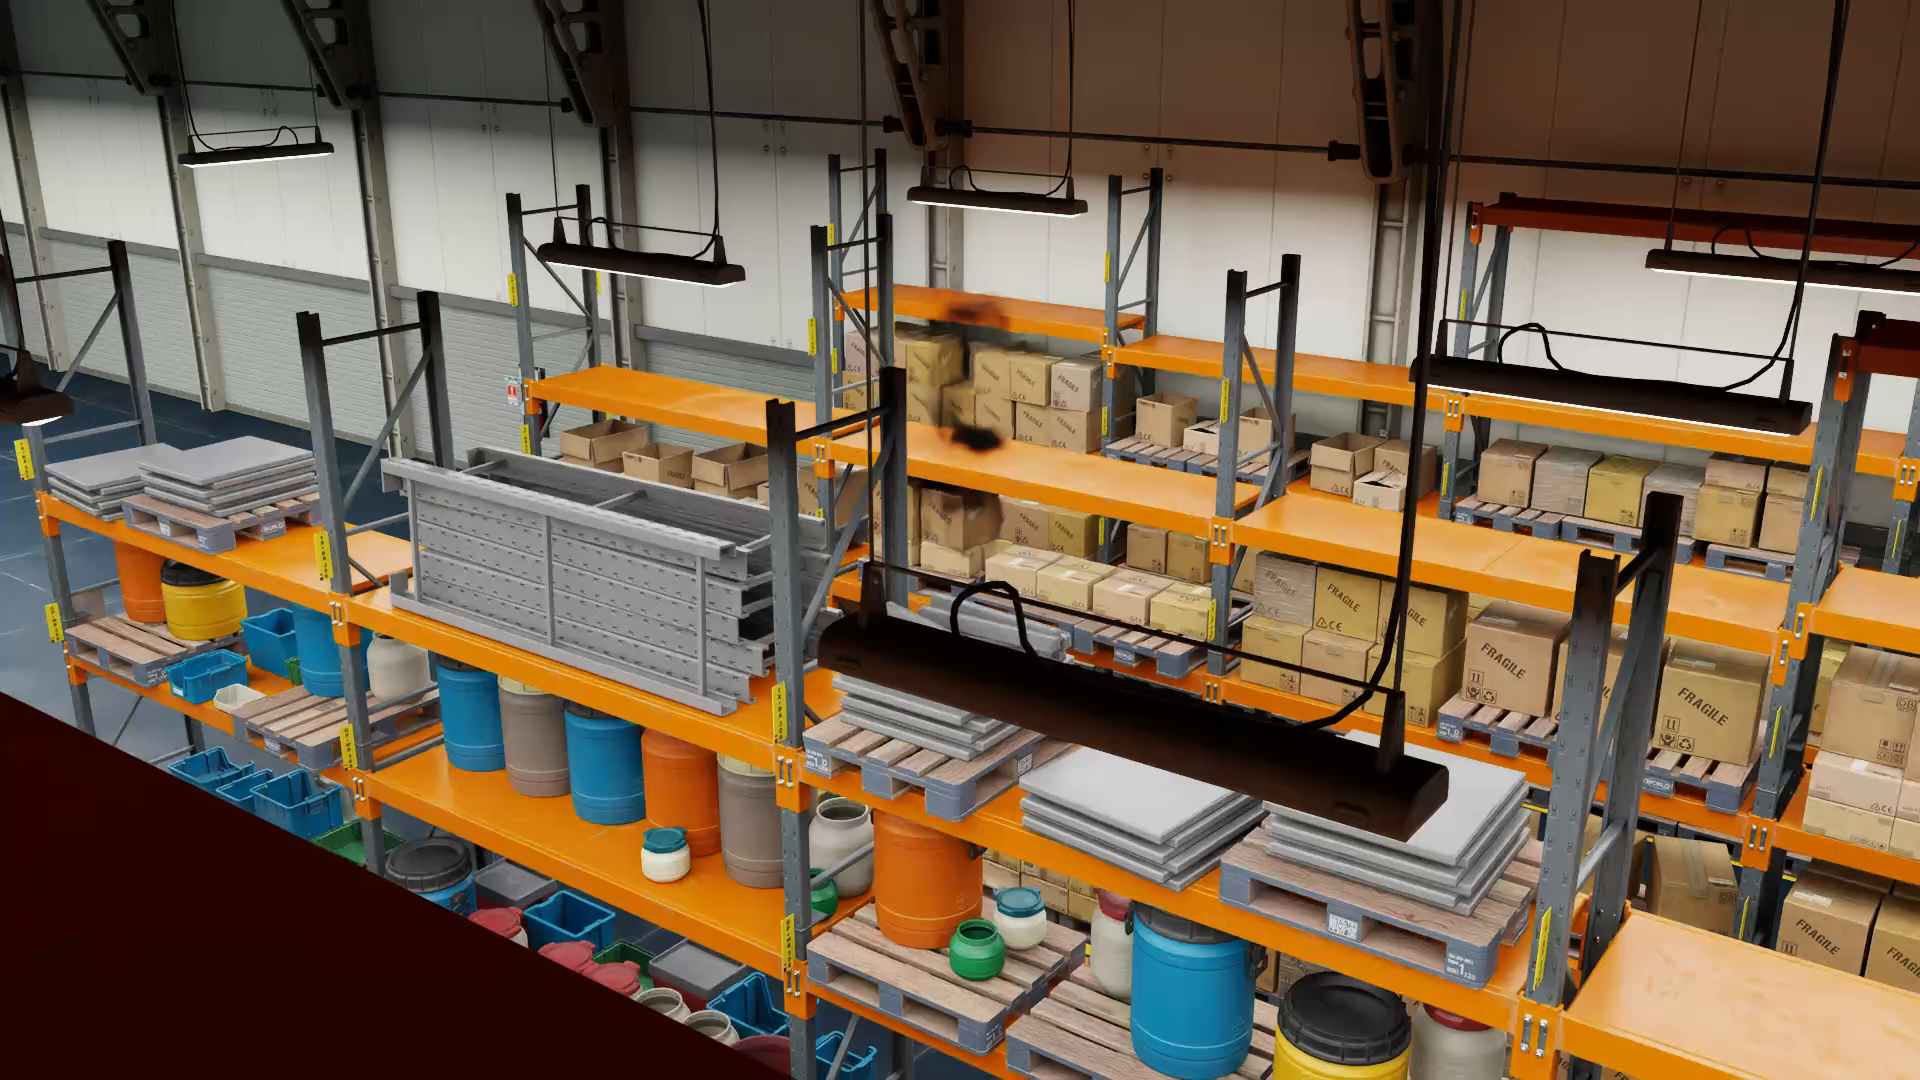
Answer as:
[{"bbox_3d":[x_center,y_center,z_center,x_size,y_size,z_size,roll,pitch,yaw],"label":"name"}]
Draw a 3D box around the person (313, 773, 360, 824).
[{"bbox_3d":[-5.856,2.308,15.717,0.804,1.740,0.568,10,21,27],"label":"person"}]
